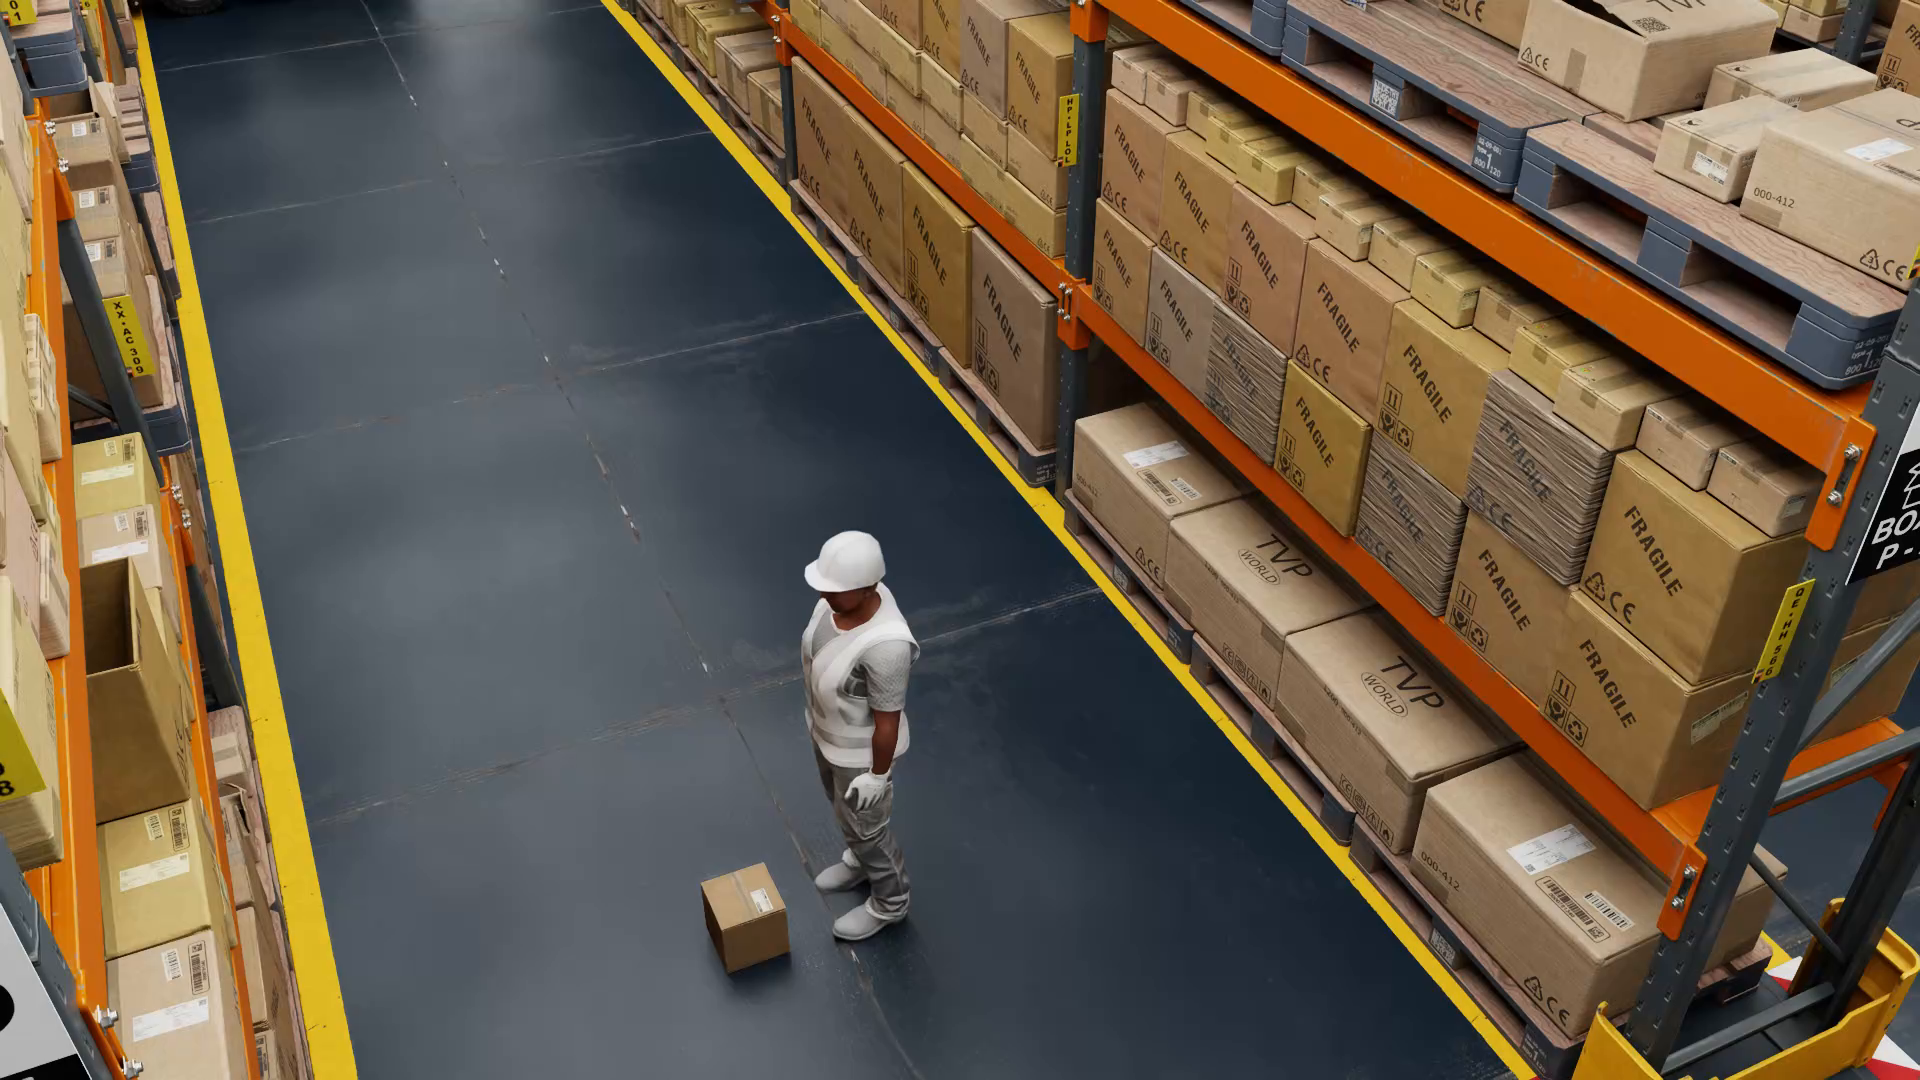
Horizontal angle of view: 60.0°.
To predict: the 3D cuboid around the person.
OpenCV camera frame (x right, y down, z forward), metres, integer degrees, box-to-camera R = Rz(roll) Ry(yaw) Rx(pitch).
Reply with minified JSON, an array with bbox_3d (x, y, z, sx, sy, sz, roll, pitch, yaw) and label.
[{"bbox_3d":[-0.363,0.701,5.921,0.360,1.790,0.547,-15,39,-19],"label":"person"}]
